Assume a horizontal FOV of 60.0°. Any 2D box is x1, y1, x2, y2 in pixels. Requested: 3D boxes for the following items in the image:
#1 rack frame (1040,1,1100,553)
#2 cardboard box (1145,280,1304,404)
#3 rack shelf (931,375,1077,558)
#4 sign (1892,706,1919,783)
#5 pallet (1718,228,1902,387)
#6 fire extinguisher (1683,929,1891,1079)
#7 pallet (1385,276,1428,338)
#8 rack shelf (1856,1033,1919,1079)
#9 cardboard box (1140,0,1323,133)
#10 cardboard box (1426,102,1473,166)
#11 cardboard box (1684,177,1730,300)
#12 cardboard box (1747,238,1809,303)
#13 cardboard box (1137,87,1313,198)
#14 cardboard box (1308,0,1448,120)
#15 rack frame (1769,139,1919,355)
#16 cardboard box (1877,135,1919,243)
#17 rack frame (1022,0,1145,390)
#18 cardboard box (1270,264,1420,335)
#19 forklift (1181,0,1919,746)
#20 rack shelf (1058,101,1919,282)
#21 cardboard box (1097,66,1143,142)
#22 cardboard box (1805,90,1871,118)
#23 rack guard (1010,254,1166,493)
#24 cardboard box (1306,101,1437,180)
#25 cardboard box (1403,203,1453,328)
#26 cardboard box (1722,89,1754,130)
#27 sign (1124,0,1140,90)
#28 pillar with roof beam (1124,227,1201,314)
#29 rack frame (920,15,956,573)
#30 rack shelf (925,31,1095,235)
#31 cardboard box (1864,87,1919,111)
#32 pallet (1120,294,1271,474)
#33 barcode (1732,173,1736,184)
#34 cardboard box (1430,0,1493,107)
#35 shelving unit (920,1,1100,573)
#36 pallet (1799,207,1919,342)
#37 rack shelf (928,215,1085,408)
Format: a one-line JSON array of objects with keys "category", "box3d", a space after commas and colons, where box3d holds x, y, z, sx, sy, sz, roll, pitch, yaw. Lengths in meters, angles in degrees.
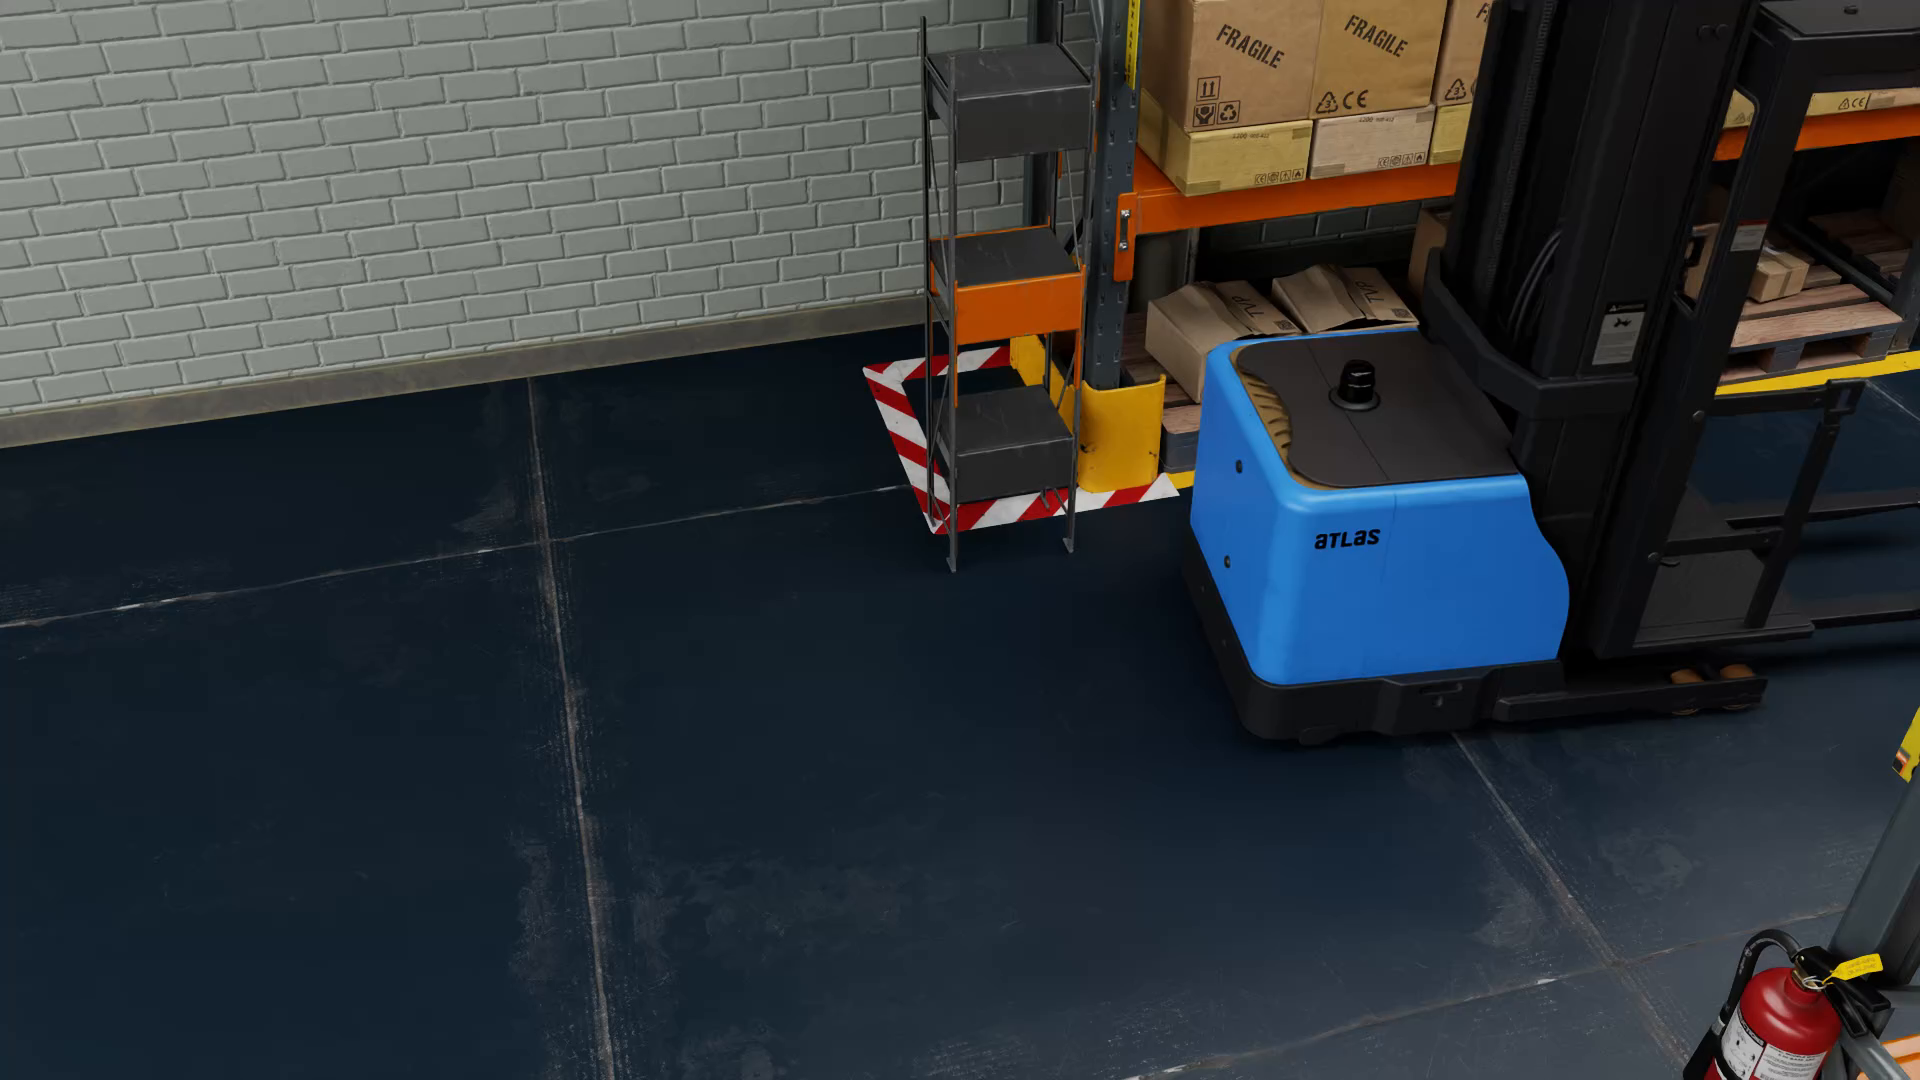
[{"category": "rack frame", "box3d": [0.395, -0.899, 6.197, 0.015, 2.100, 0.400, -9, 38, -12]}, {"category": "cardboard box", "box3d": [1.157, -0.902, 7.311, 0.500, 0.311, 0.500, -14, 39, -17]}, {"category": "rack shelf", "box3d": [0.160, -0.293, 6.580, 0.480, 0.518, 0.431, -9, 38, -12]}, {"category": "sign", "box3d": [1.632, 0.292, 2.751, 0.005, 0.325, 0.100, -9, 38, -12]}, {"category": "pallet", "box3d": [3.688, -1.137, 8.063, 1.213, 0.211, 1.003, -9, 38, -12]}, {"category": "fire extinguisher", "box3d": [1.525, 0.944, 3.111, 0.183, 0.674, 0.296, -9, 38, -12]}, {"category": "pallet", "box3d": [2.508, -0.942, 7.808, 1.213, 0.211, 1.003, -9, 38, -12]}, {"category": "rack shelf", "box3d": [3.691, 1.136, 3.389, 4.000, 0.370, 1.077, -9, 38, -12]}, {"category": "cardboard box", "box3d": [1.004, -1.884, 6.234, 0.500, 0.500, 0.500, -9, 38, -12]}, {"category": "cardboard box", "box3d": [2.010, -1.746, 6.670, 0.500, 0.250, 0.500, -10, 39, -13]}, {"category": "cardboard box", "box3d": [3.335, -1.366, 7.762, 0.500, 0.500, 0.500, -12, 39, -15]}, {"category": "cardboard box", "box3d": [3.818, -1.319, 7.975, 0.250, 0.166, 0.380, -14, 40, -18]}, {"category": "cardboard box", "box3d": [1.019, -1.578, 6.451, 0.500, 0.250, 0.500, -10, 39, -13]}, {"category": "cardboard box", "box3d": [1.484, -1.956, 6.328, 0.500, 0.500, 0.500, -9, 38, -12]}, {"category": "rack frame", "box3d": [4.327, -2.372, 7.382, 0.127, 3.000, 1.000, -9, 38, -12]}, {"category": "cardboard box", "box3d": [5.033, -1.680, 8.173, 0.500, 0.500, 0.700, -8, 38, -10]}, {"category": "rack frame", "box3d": [0.465, -1.738, 6.554, 0.127, 3.000, 1.000, -9, 38, -12]}, {"category": "cardboard box", "box3d": [1.707, -0.992, 7.429, 0.500, 0.311, 0.500, -6, 38, -8]}, {"category": "forklift", "box3d": [2.421, -0.855, 5.455, 3.031, 2.935, 1.130, -5, 38, -6]}, {"category": "rack shelf", "box3d": [2.396, -1.769, 7.186, 4.000, 0.370, 1.077, -9, 38, -12]}, {"category": "cardboard box", "box3d": [0.866, -1.875, 6.839, 0.500, 0.250, 0.500, -9, 38, -11]}, {"category": "cardboard box", "box3d": [3.465, -1.993, 6.994, 0.500, 0.250, 0.500, -9, 38, -12]}, {"category": "rack guard", "box3d": [0.538, -0.758, 7.329, 0.348, 0.500, 1.175, -9, 38, -12]}, {"category": "cardboard box", "box3d": [1.517, -1.668, 6.569, 0.500, 0.250, 0.500, -10, 39, -13]}, {"category": "cardboard box", "box3d": [2.428, -1.154, 7.485, 0.500, 0.500, 0.700, -12, 39, -15]}, {"category": "cardboard box", "box3d": [2.984, -1.905, 6.878, 0.500, 0.250, 0.500, -10, 38, -12]}, {"category": "sign", "box3d": [0.607, -1.764, 5.875, 0.005, 0.325, 0.100, -9, 38, -12]}, {"category": "pillar with roof beam", "box3d": [2.038, -2.214, 2.238, 0.400, 9.000, 9.100, -9, 38, -12]}, {"category": "rack frame", "box3d": [-0.076, -0.821, 6.095, 0.015, 2.100, 0.400, -9, 38, -12]}, {"category": "rack shelf", "box3d": [0.160, -1.405, 5.729, 0.480, 0.518, 0.431, -9, 38, -12]}, {"category": "cardboard box", "box3d": [3.949, -2.068, 7.091, 0.500, 0.250, 0.500, -9, 38, -12]}, {"category": "pallet", "box3d": [1.332, -0.751, 7.558, 1.213, 0.211, 1.003, -9, 38, -12]}, {"category": "barcode", "box3d": [3.743, -1.736, 7.983, 0.075, 0.075, 0.001, -9, 38, -12]}, {"category": "cardboard box", "box3d": [1.985, -2.035, 6.431, 0.500, 0.500, 0.500, -11, 39, -13]}, {"category": "shelving unit", "box3d": [0.160, -0.860, 6.146, 0.503, 2.100, 0.431, -9, 38, -12]}, {"category": "pallet", "box3d": [5.078, -1.389, 8.392, 1.213, 0.211, 1.003, -9, 38, -12]}, {"category": "rack shelf", "box3d": [0.160, -0.849, 6.154, 0.480, 0.518, 0.431, -9, 38, -12]}]
